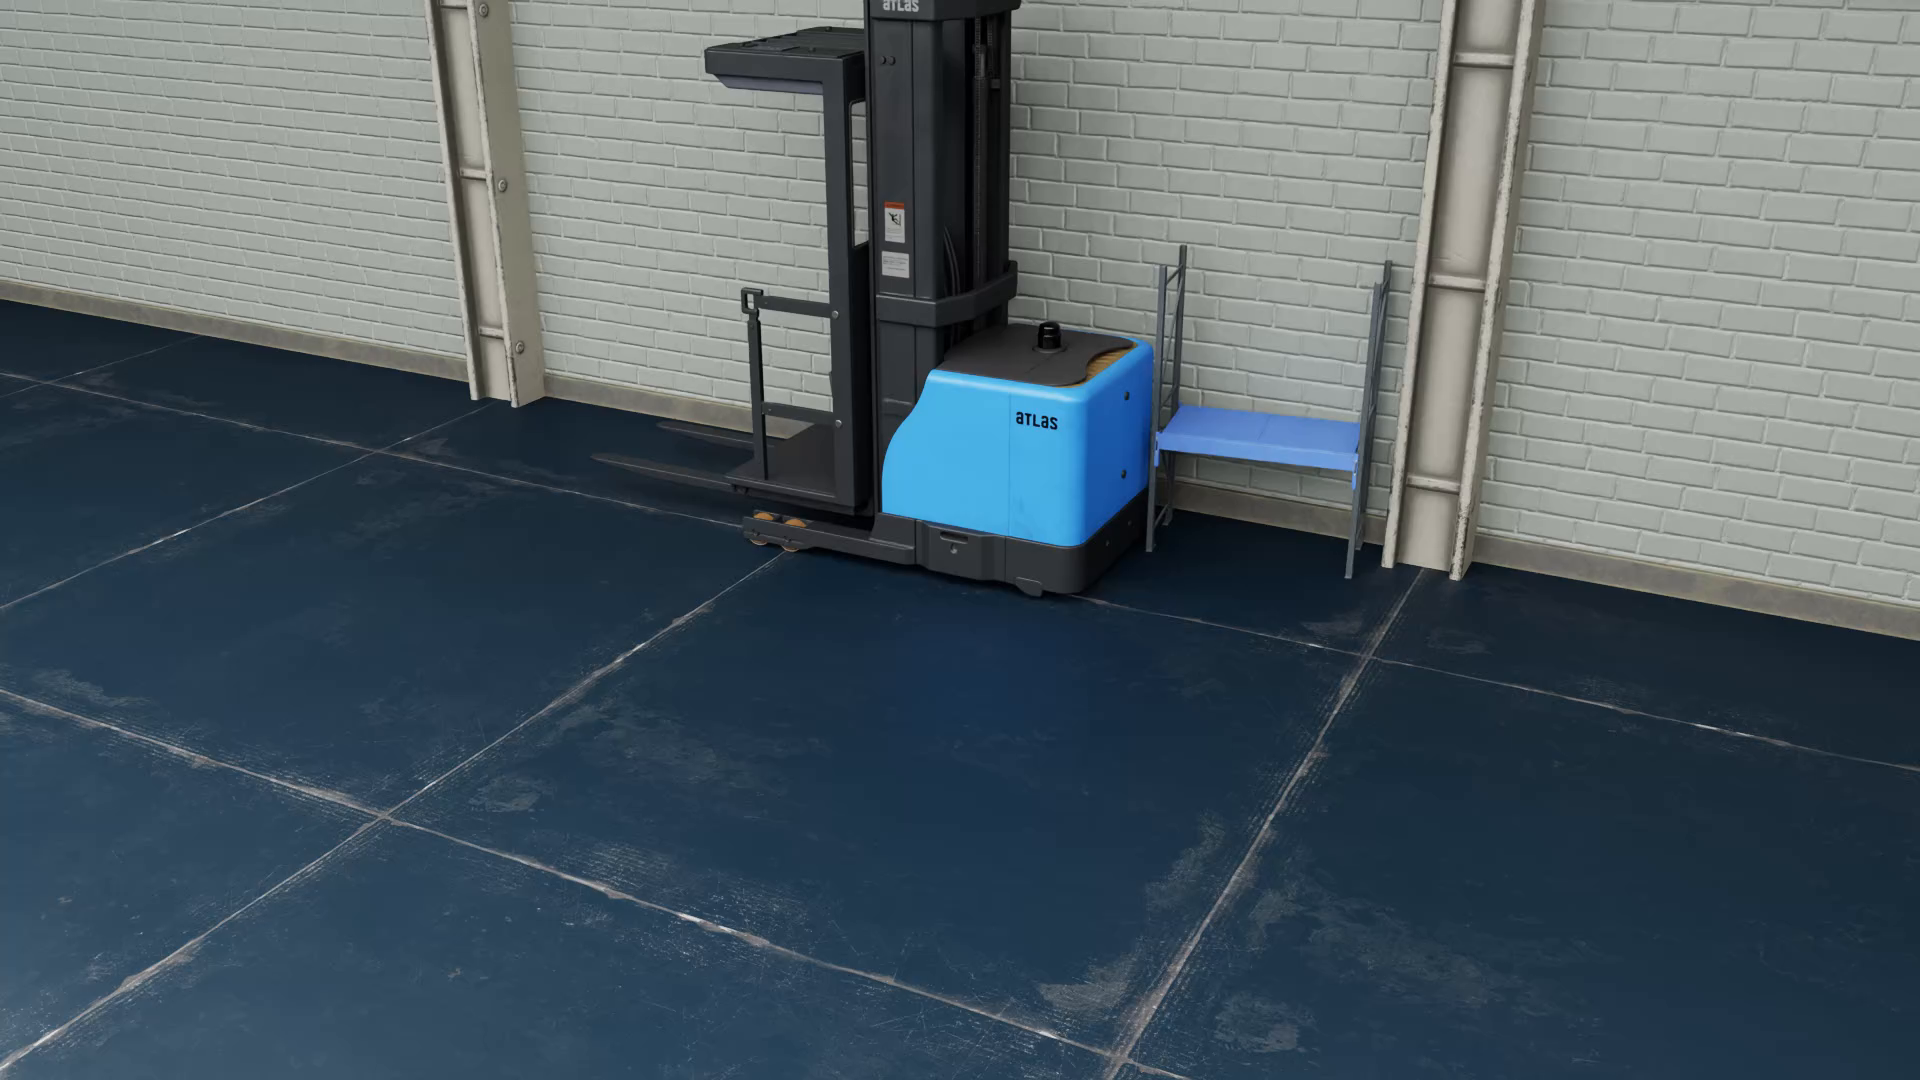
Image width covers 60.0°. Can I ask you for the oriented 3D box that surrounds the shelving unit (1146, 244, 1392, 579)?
[{"bbox_3d":[1.538,-0.653,8.370,1.048,1.500,0.538,8,24,18],"label":"shelving unit"}]

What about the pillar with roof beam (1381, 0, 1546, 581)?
[{"bbox_3d":[0.440,-2.523,3.185,0.400,9.000,9.100,11,25,25],"label":"pillar with roof beam"}]

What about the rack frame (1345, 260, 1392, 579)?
[{"bbox_3d":[2.018,-0.588,8.216,0.032,1.500,0.500,8,24,18],"label":"rack frame"}]

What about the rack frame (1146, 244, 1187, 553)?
[{"bbox_3d":[1.057,-0.719,8.524,0.032,1.500,0.500,8,24,18],"label":"rack frame"}]

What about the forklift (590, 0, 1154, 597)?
[{"bbox_3d":[-0.563,-1.459,8.435,3.031,2.935,1.130,11,25,24],"label":"forklift"}]

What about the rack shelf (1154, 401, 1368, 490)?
[{"bbox_3d":[1.538,-0.488,8.440,1.000,0.185,0.538,8,24,18],"label":"rack shelf"}]

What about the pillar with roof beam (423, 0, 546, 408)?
[{"bbox_3d":[-4.914,-3.583,5.676,0.400,9.000,9.100,11,25,25],"label":"pillar with roof beam"}]
